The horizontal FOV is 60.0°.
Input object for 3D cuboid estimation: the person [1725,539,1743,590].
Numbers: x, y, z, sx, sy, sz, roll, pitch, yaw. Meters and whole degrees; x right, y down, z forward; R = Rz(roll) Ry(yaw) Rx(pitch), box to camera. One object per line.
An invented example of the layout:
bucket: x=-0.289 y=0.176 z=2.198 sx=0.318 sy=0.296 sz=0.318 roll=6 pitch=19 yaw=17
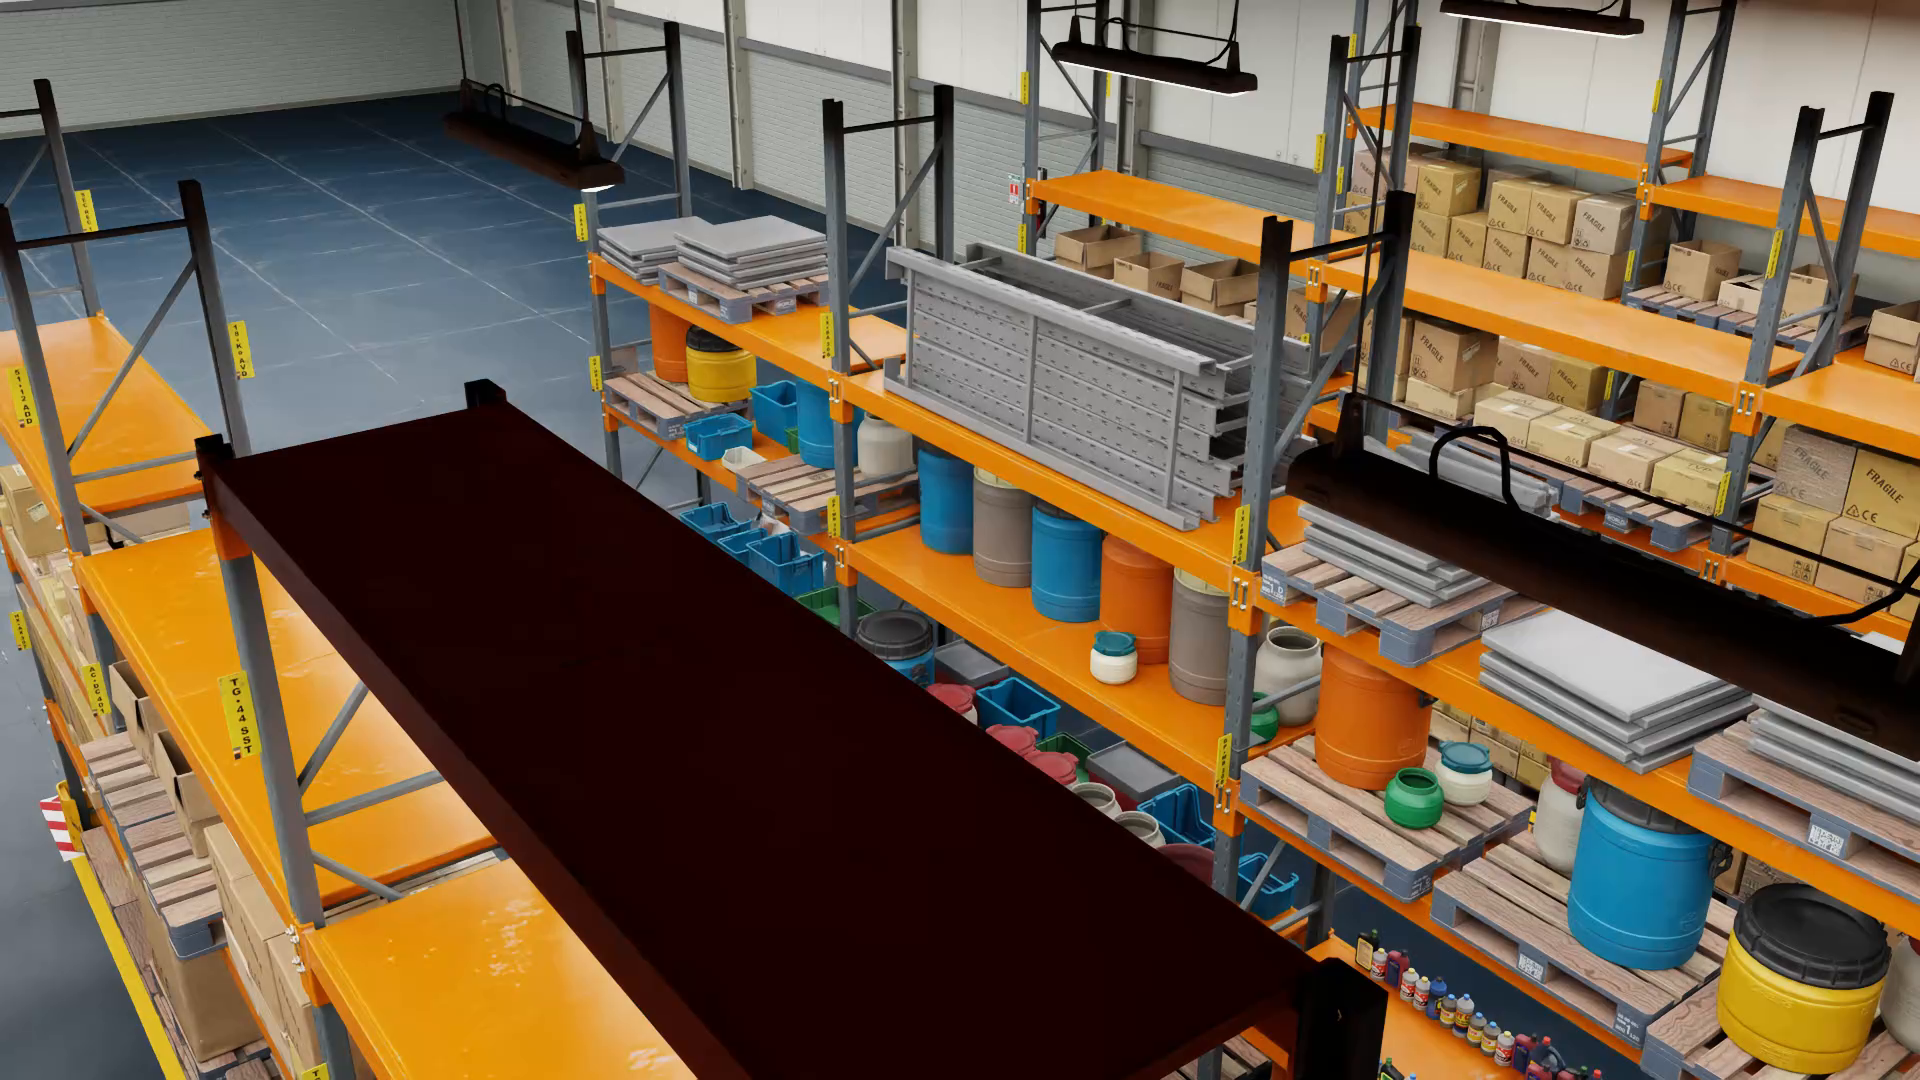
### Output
person: x=7.065 y=0.657 z=15.583 sx=1.019 sy=1.623 sz=0.407 roll=22 pitch=33 yaw=39

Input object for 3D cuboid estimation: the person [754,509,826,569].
person: x=-1.909 y=-0.283 z=17.489 sx=0.965 sy=1.749 sz=0.644 roll=-2 pitch=25 yaw=-4
